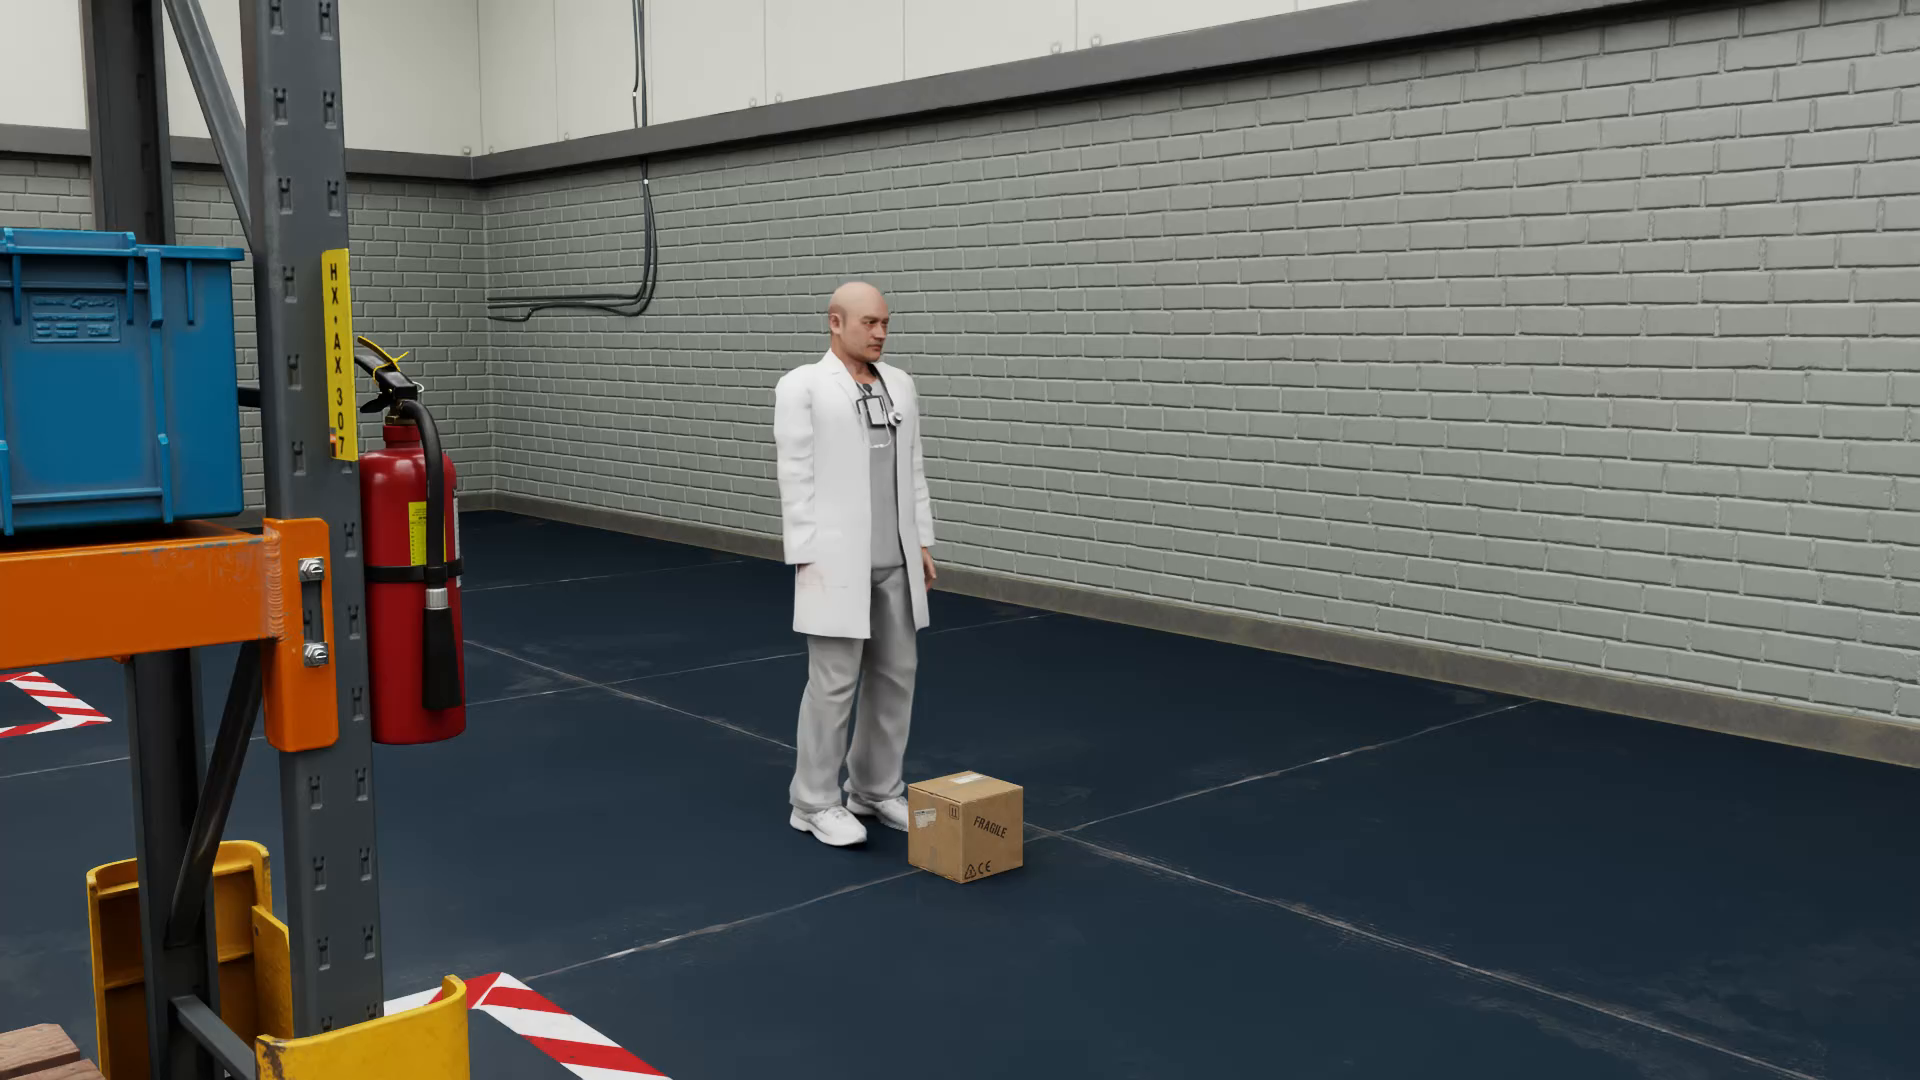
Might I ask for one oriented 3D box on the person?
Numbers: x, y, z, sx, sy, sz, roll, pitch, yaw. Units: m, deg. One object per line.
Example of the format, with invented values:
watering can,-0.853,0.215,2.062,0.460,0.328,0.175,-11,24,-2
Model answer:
person,-0.311,0.069,5.351,0.562,1.784,0.388,-6,9,-40
